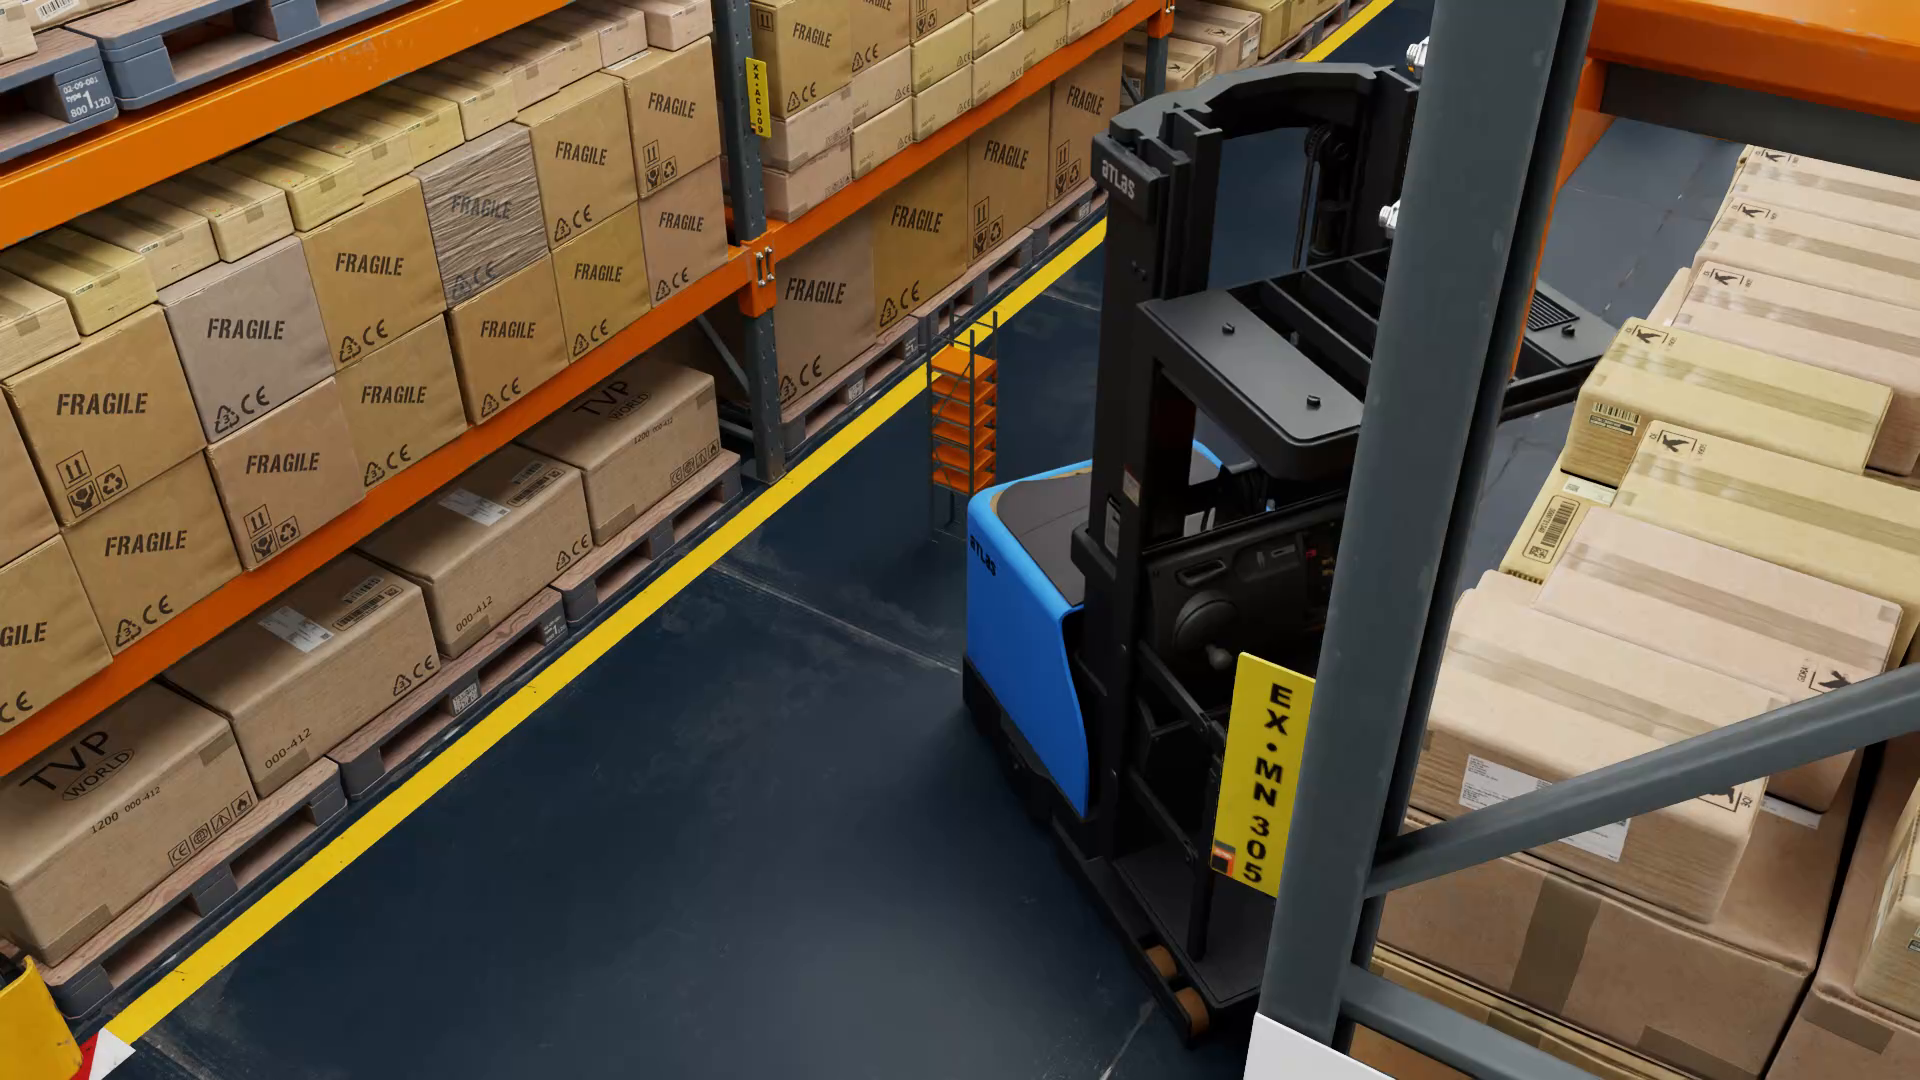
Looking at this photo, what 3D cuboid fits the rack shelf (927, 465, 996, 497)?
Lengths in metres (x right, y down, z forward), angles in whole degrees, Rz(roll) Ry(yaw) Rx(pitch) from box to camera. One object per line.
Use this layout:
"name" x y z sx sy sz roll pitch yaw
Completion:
"rack shelf" 0.008 -0.257 7.567 0.258 0.103 0.180 21 42 25

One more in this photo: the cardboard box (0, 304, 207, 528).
"cardboard box" -2.680 -0.436 4.957 0.500 0.500 0.500 20 42 24

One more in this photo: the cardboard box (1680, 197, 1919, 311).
"cardboard box" 1.428 -0.412 2.757 0.380 0.149 0.250 22 43 26

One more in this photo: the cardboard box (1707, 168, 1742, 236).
"cardboard box" 1.647 -0.441 3.122 0.500 0.250 0.500 19 42 23

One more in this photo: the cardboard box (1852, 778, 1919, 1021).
"cardboard box" 1.151 0.413 1.687 0.380 0.149 0.250 21 42 25

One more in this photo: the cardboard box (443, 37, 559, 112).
"cardboard box" -1.697 -1.707 6.075 0.380 0.149 0.250 21 42 25

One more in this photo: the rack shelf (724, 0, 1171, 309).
"rack shelf" -0.234 -2.385 8.977 1.077 0.370 4.000 21 42 25

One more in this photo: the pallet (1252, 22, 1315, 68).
"pallet" 1.912 -3.626 12.280 1.003 0.211 1.213 21 42 25

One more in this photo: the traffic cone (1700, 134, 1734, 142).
"traffic cone" 5.221 -2.994 11.255 0.336 0.463 0.334 21 42 25

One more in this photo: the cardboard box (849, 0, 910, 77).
"cardboard box" -0.578 -2.479 7.608 0.500 0.500 0.500 21 42 25

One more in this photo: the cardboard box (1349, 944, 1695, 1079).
"cardboard box" 0.806 0.540 2.258 0.500 0.250 0.500 20 42 24

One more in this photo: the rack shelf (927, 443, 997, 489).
"rack shelf" 0.008 -0.352 7.494 0.258 0.103 0.180 21 42 25

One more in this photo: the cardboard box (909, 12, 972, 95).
"cardboard box" -0.283 -2.442 8.174 0.500 0.250 0.500 22 43 26

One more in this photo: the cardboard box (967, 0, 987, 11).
"cardboard box" -0.035 -3.005 8.291 0.500 0.500 0.500 20 42 24

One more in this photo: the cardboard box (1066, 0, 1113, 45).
"cardboard box" 0.525 -3.028 9.344 0.500 0.250 0.500 22 43 26

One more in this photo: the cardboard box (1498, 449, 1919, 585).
"cardboard box" 1.090 0.079 2.448 0.500 0.250 0.500 20 42 24

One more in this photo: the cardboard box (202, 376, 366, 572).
"cardboard box" -2.414 -0.297 5.596 0.500 0.500 0.500 21 42 25

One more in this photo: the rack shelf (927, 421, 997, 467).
"rack shelf" 0.008 -0.447 7.420 0.258 0.103 0.180 21 42 25

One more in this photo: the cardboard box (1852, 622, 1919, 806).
"cardboard box" 1.519 0.253 2.222 0.500 0.250 0.500 21 42 25

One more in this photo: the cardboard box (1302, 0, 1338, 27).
"cardboard box" 2.319 -4.246 12.609 0.950 0.372 0.625 24 44 28

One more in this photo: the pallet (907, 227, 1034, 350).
"pallet" -0.303 -1.589 9.638 1.003 0.211 1.213 21 42 25

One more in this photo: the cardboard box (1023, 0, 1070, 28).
"cardboard box" 0.264 -2.971 8.860 0.500 0.250 0.500 20 42 24

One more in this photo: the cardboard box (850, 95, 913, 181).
"cardboard box" -0.571 -1.988 7.994 0.500 0.250 0.500 20 42 24

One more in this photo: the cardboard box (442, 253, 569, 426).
"cardboard box" -1.866 -0.825 6.282 0.500 0.500 0.500 21 42 24

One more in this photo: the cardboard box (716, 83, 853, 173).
"cardboard box" -0.832 -1.912 7.487 0.500 0.250 0.500 20 42 24

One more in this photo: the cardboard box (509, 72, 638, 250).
"cardboard box" -1.604 -1.482 6.315 0.500 0.500 0.500 21 42 24

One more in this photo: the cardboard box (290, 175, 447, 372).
"cardboard box" -2.144 -0.961 5.639 0.500 0.500 0.500 21 42 25

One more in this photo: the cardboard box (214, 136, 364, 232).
"cardboard box" -2.158 -1.148 5.350 0.380 0.149 0.250 20 42 24

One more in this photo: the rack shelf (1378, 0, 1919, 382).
"rack shelf" 1.857 -1.131 2.438 1.077 0.370 4.000 21 42 25

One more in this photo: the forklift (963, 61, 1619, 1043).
"forklift" 1.096 0.201 5.089 1.130 2.935 3.031 -16 40 -20

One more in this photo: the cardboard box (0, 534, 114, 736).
"cardboard box" -2.949 0.230 4.913 0.500 0.500 0.500 21 42 25

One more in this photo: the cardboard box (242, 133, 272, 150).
"cardboard box" -2.526 -1.475 5.774 0.380 0.149 0.250 21 42 25

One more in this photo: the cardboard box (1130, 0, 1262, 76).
"cardboard box" 1.537 -3.498 11.639 0.950 0.372 0.625 20 42 24

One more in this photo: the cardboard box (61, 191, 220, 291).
"cardboard box" -2.486 -0.911 5.043 0.380 0.149 0.250 22 43 26

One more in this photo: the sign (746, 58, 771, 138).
"sign" -0.836 -1.833 6.897 0.100 0.325 0.005 21 42 25

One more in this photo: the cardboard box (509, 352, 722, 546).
"cardboard box" -1.732 -0.502 7.699 0.875 0.438 0.875 21 42 24

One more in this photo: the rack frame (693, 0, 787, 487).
"rack frame" -1.305 -1.639 7.420 1.000 3.000 0.127 21 42 25

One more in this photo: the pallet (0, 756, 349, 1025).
"pallet" -3.086 1.089 6.164 1.003 0.211 1.213 21 42 25

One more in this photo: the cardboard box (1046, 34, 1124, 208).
"cardboard box" 0.397 -2.697 10.188 0.875 0.875 0.875 21 42 25

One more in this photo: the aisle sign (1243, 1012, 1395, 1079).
"aisle sign" 0.493 0.900 1.997 0.394 0.787 0.004 21 42 25

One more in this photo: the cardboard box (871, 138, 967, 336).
"cardboard box" -0.563 -1.778 8.996 0.875 0.875 0.875 22 43 26

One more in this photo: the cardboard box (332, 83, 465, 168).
"cardboard box" -1.940 -1.430 5.717 0.380 0.149 0.250 20 42 24

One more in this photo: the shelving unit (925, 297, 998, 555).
"shelving unit" 0.008 -0.483 7.393 0.258 1.200 0.189 21 42 25

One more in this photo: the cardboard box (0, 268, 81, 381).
"cardboard box" -2.708 -0.617 4.661 0.380 0.149 0.250 23 43 26

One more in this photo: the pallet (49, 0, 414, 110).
"pallet" -2.407 -1.747 5.176 1.003 0.211 1.213 21 42 25

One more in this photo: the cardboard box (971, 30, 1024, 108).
"cardboard box" -0.007 -2.501 8.661 0.500 0.250 0.500 20 42 24

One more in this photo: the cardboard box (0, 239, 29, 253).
"cardboard box" -3.073 -0.936 5.075 0.380 0.149 0.250 22 43 26

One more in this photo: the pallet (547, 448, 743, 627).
"pallet" -1.779 -0.168 7.796 1.003 0.211 1.213 21 42 25

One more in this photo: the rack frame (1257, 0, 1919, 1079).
"rack frame" 0.785 -0.386 0.880 1.000 3.000 0.127 21 42 25

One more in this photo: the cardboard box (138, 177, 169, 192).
"cardboard box" -2.788 -1.196 5.412 0.380 0.149 0.250 22 43 26

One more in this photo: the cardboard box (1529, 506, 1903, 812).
"cardboard box" 0.912 0.136 2.047 0.380 0.149 0.250 22 43 26

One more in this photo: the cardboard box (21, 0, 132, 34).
"cardboard box" -2.604 -1.691 4.677 0.500 0.311 0.500 22 43 26

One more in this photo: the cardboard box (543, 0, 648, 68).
"cardboard box" -1.435 -1.968 6.414 0.380 0.149 0.250 22 43 26

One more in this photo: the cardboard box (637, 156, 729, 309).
"cardboard box" -1.338 -1.356 6.970 0.500 0.500 0.500 22 43 26

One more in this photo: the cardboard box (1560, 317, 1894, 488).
"cardboard box" 1.117 -0.161 2.432 0.380 0.149 0.250 22 43 26

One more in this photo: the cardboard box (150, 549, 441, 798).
"cardboard box" -2.696 0.424 6.498 0.875 0.438 0.875 22 43 26

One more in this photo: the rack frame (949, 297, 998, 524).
"rack frame" 0.057 -0.530 7.455 0.240 1.200 0.006 21 42 25
